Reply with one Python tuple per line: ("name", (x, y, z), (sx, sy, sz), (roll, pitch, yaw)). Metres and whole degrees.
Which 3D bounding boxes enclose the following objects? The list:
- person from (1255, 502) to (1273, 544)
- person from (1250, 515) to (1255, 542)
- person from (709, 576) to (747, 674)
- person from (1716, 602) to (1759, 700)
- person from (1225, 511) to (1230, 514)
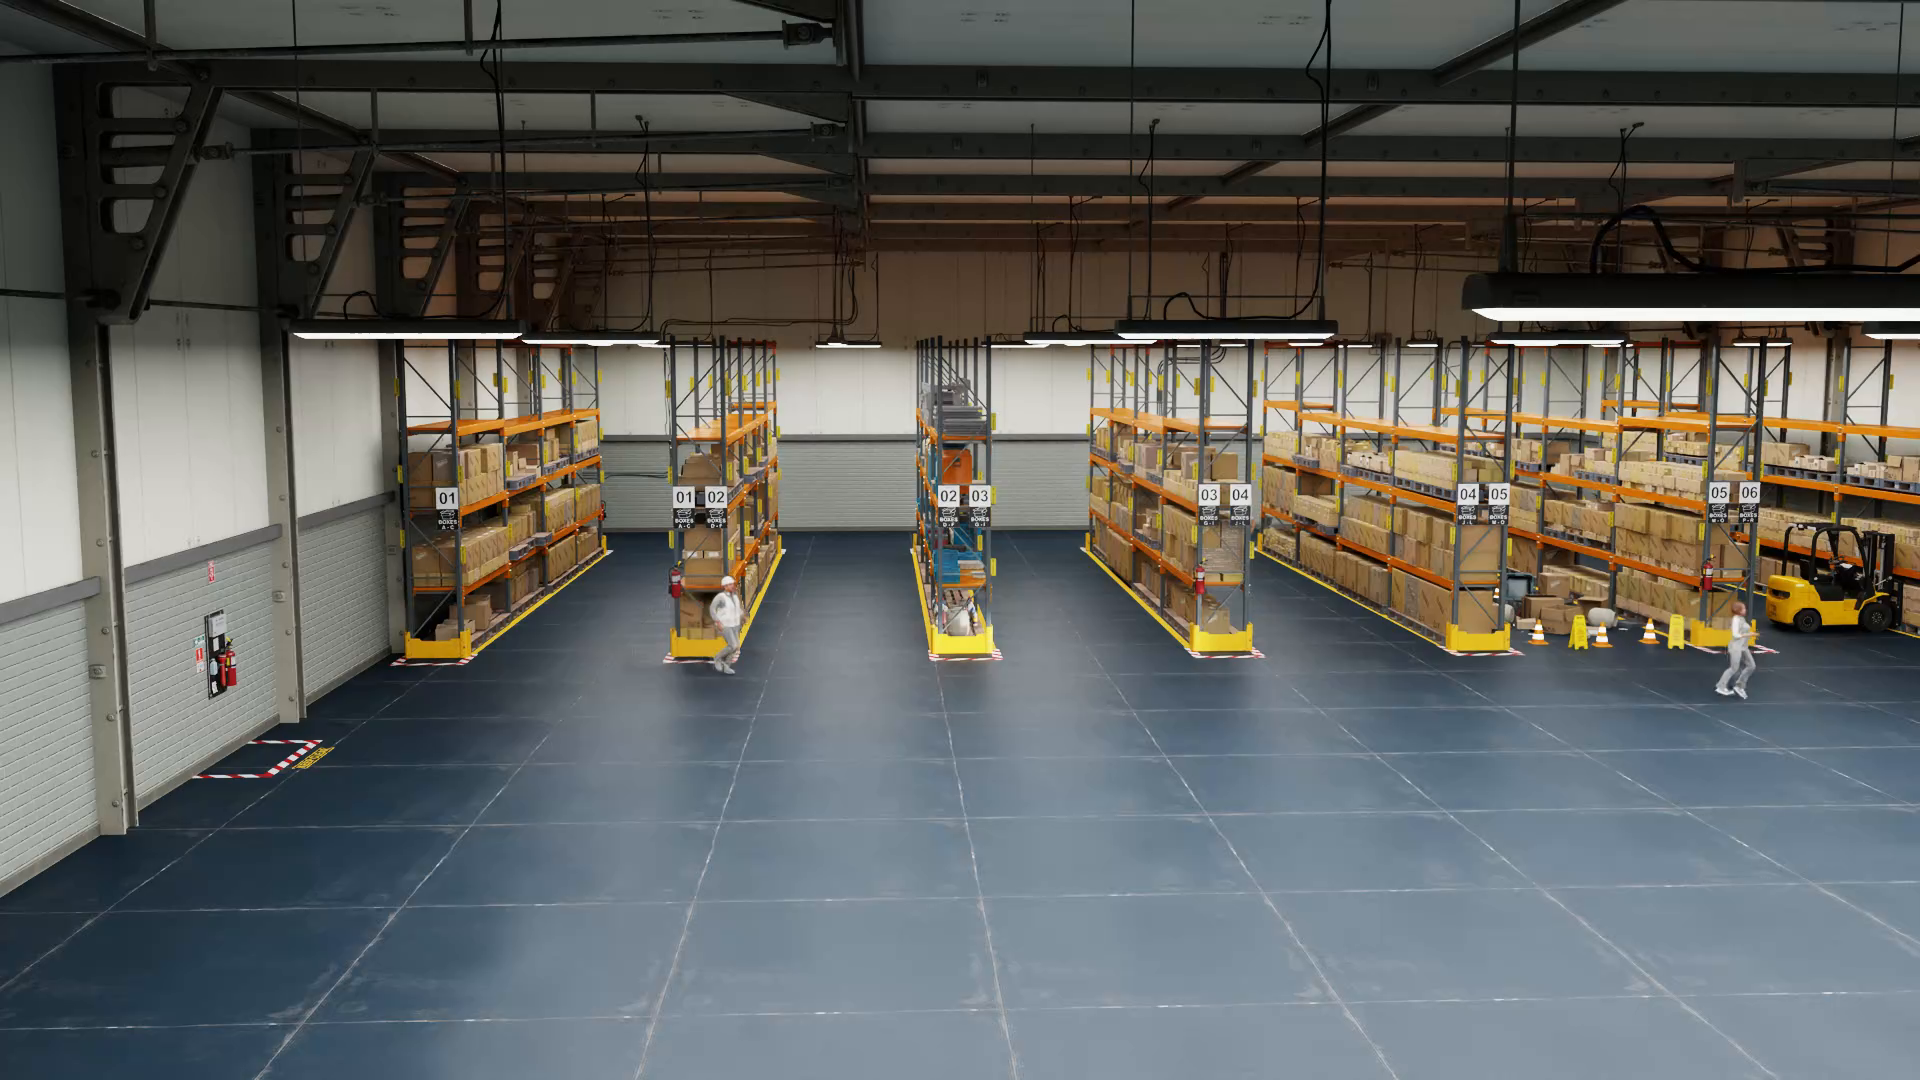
("person", (9.059, -0.697, 49.197), (0.782, 1.679, 0.650), (3, 7, 27))
("person", (7.540, -0.121, 44.280), (0.615, 1.643, 0.836), (1, 7, 6))
("person", (-4.081, 1.511, 29.541), (0.570, 1.741, 0.672), (4, 8, 30))
("person", (12.841, 1.825, 27.402), (0.650, 1.625, 0.513), (6, 9, 44))
("person", (7.932, -0.647, 48.480), (0.911, 1.780, 0.720), (-6, 9, -43))
